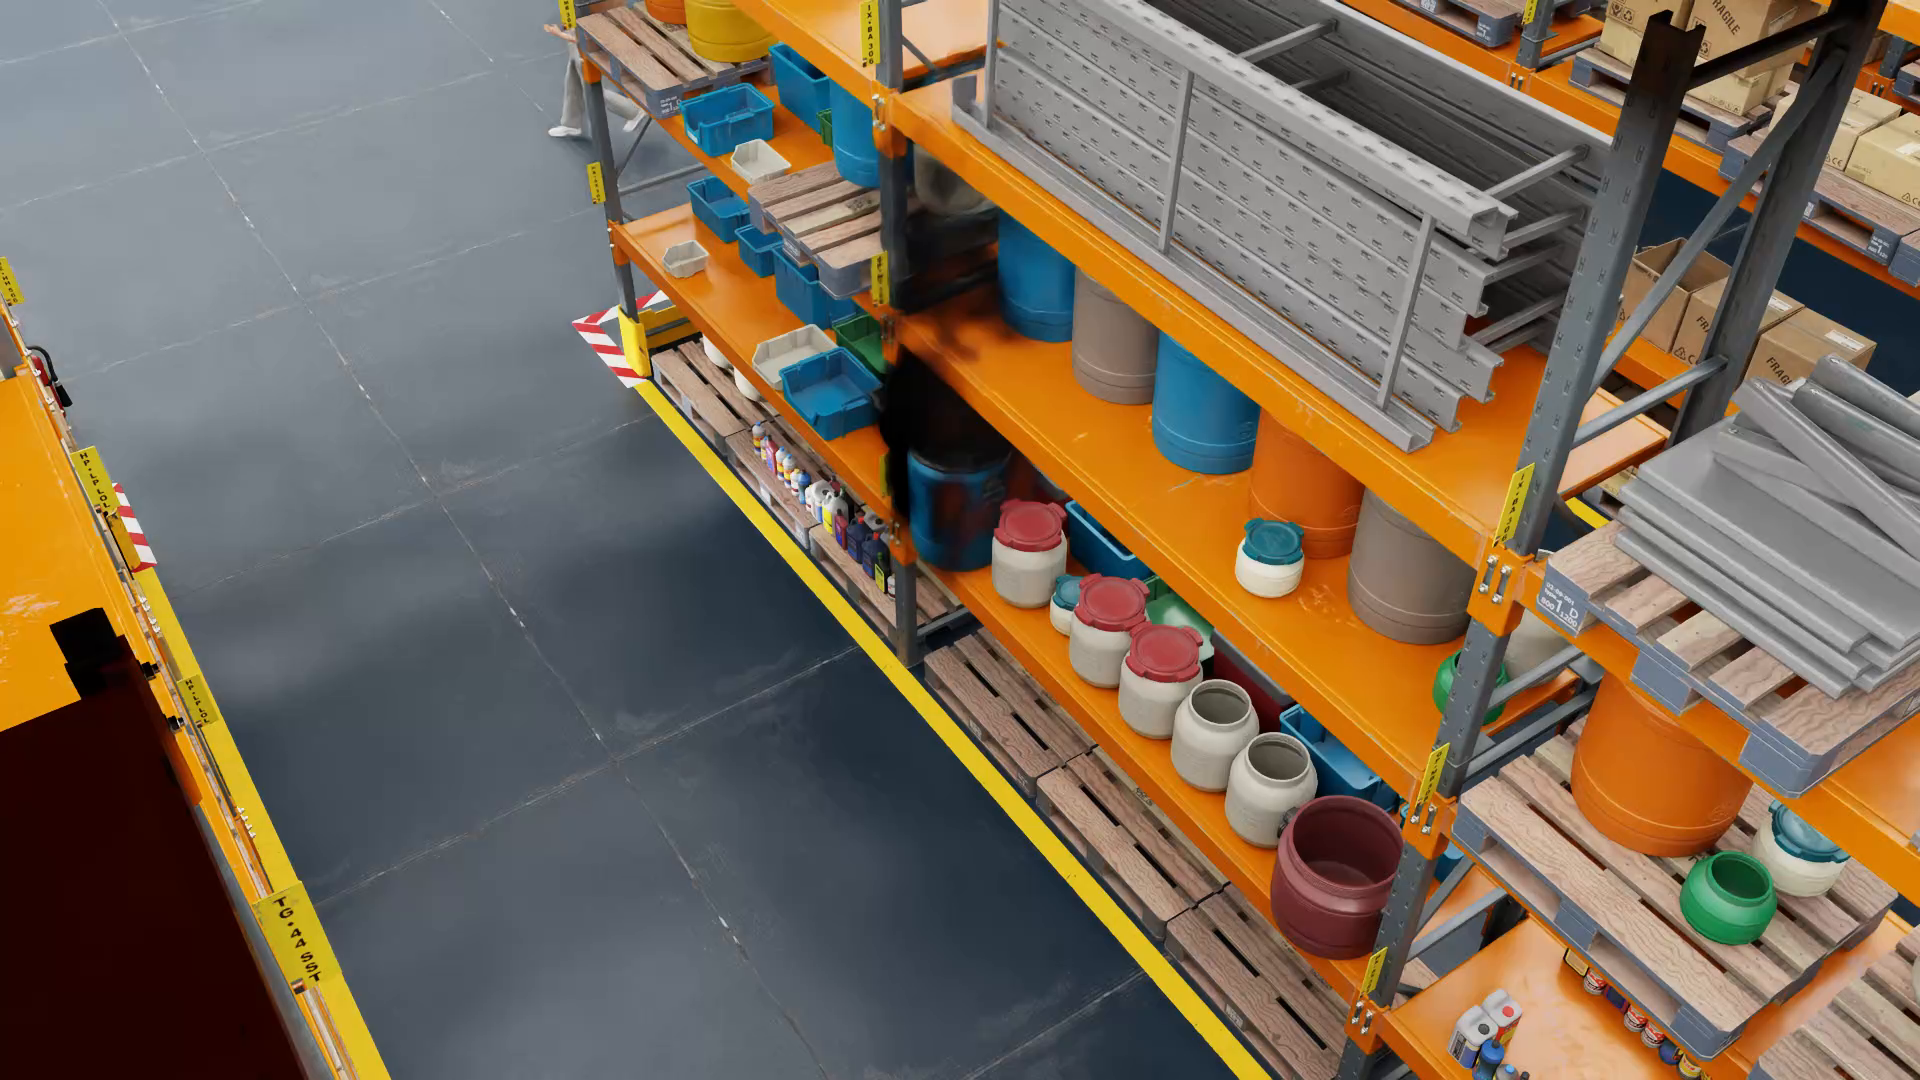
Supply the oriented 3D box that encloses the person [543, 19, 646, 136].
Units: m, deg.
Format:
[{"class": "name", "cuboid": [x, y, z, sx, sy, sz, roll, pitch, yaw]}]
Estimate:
[{"class": "person", "cuboid": [-3.457, -4.502, 15.397, 0.960, 1.646, 0.570, -5, 43, -5]}]
